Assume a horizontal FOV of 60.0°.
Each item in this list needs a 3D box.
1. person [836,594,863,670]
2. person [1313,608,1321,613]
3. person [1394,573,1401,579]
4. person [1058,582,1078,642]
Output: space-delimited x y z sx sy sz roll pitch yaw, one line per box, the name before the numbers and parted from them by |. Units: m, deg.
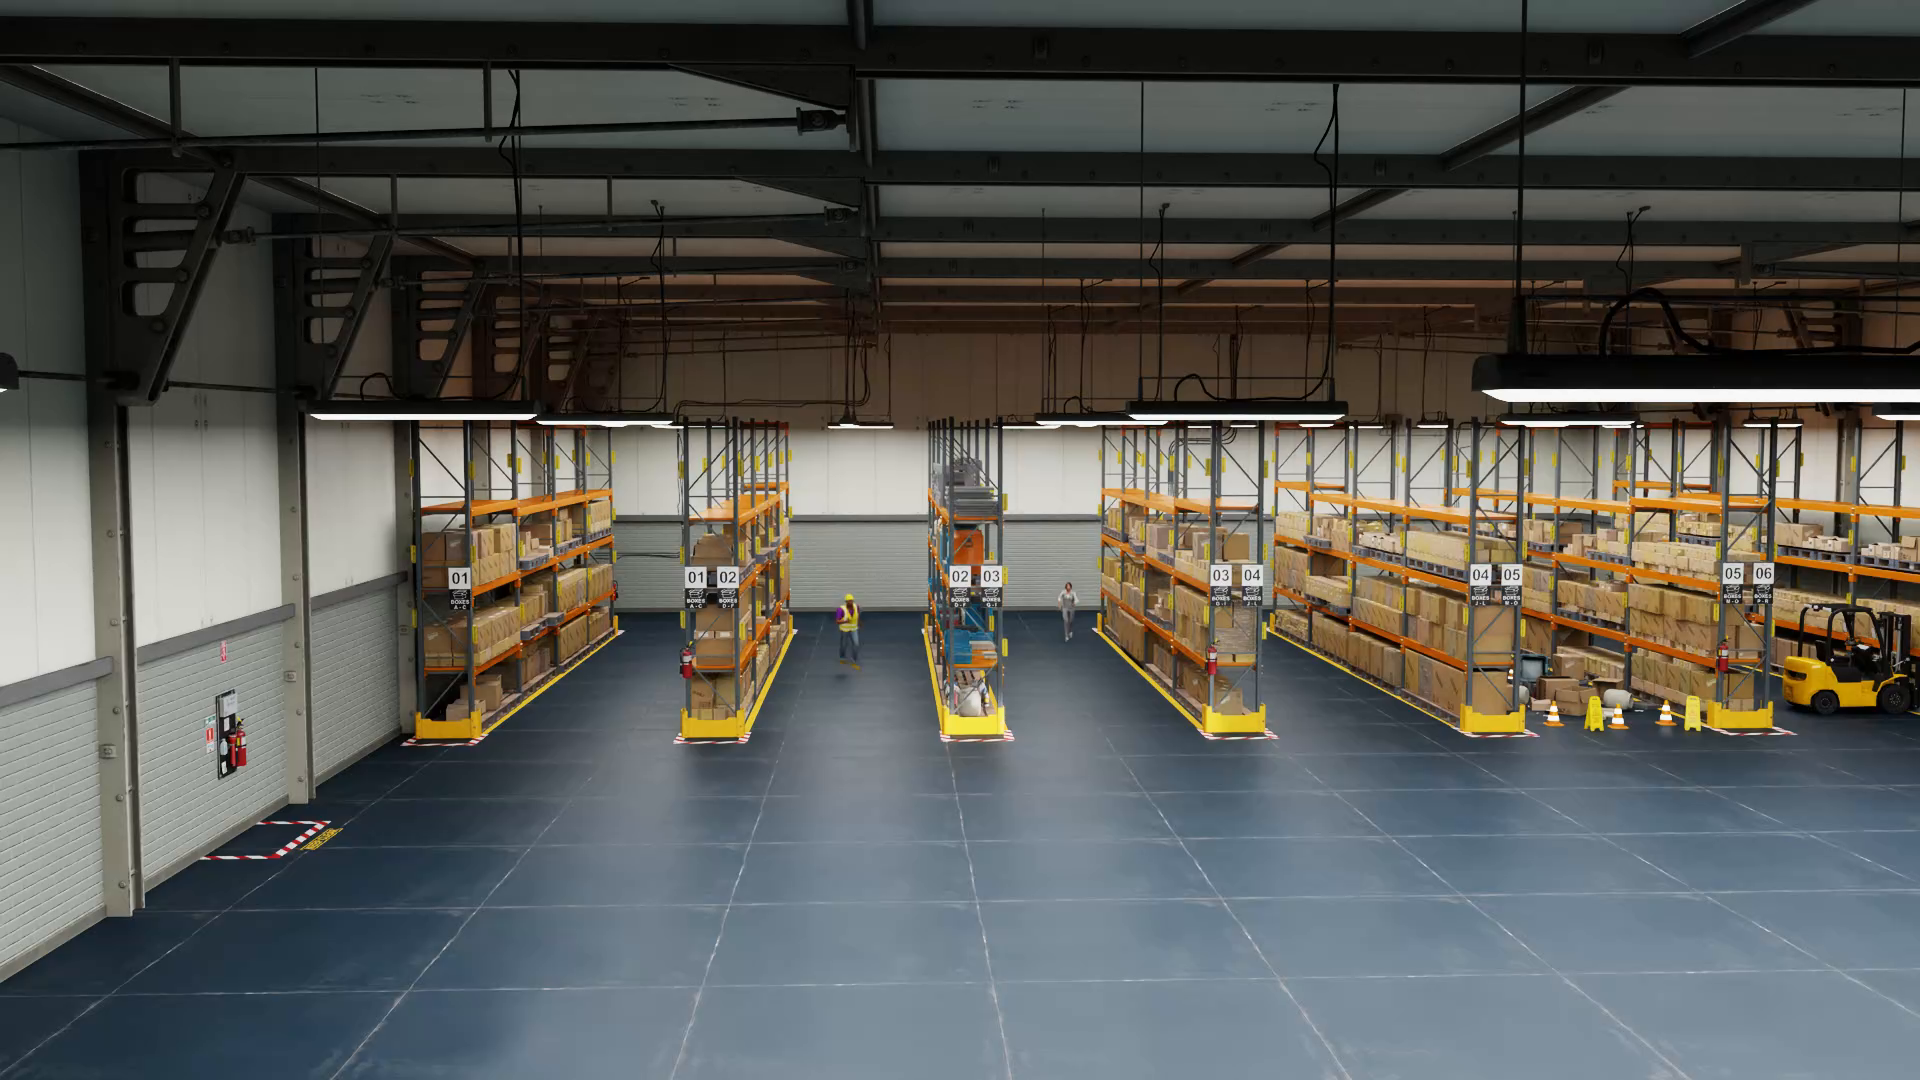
person | -2.561 2.102 38.423 0.715 1.740 0.962 -1 4 -19
person | 10.856 1.565 50.591 0.727 1.746 0.885 3 5 43
person | 13.179 1.734 49.377 0.802 1.607 0.607 0 4 0
person | 2.968 1.953 45.539 0.549 1.618 0.780 0 4 3
